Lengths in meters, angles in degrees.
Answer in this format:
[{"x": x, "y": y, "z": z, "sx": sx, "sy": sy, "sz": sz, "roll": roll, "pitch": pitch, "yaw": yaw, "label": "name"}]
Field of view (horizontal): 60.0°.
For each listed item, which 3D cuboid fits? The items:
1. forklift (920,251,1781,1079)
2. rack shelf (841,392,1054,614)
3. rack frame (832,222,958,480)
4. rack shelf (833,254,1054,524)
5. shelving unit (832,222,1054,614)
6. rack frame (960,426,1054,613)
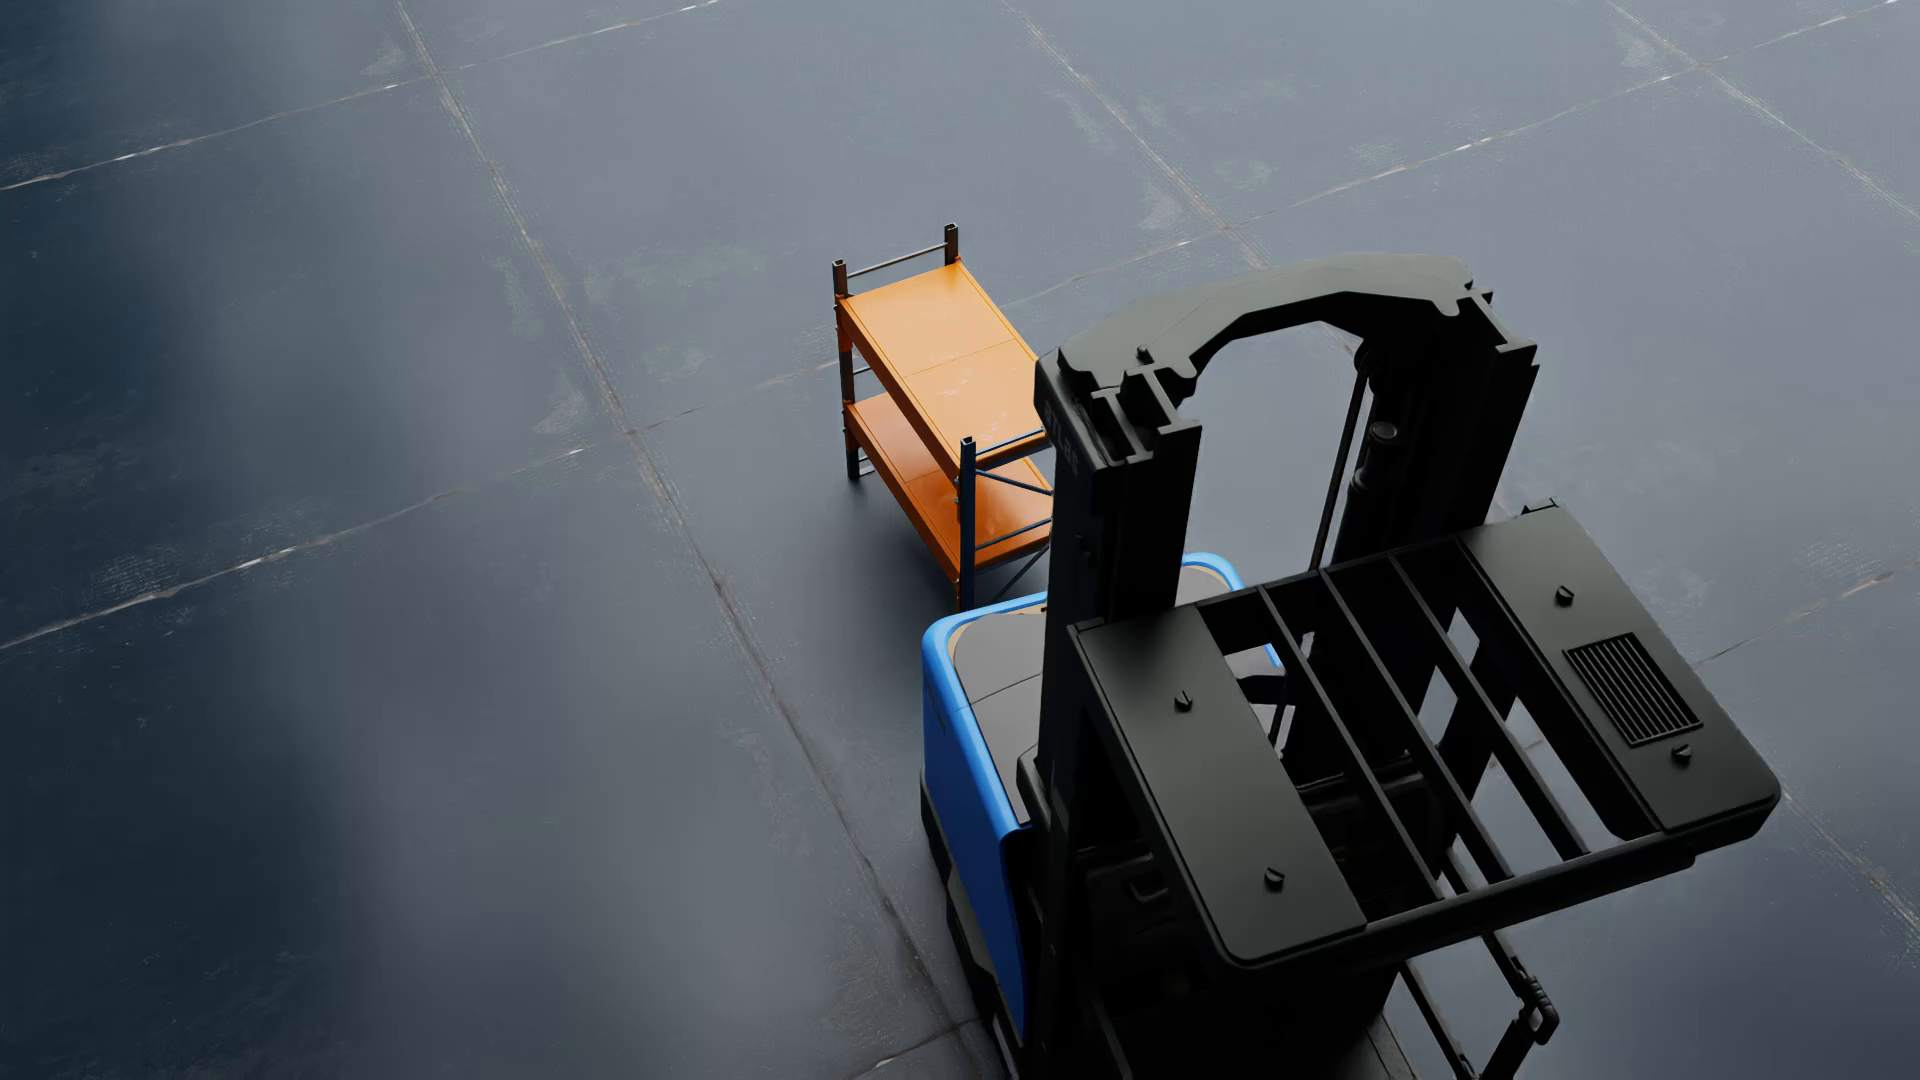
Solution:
[{"x": 0.812, "y": 0.932, "z": 3.881, "sx": 1.130, "sy": 2.935, "sz": 3.031, "roll": -14, "pitch": 50, "yaw": -12, "label": "forklift"}, {"x": -0.003, "y": -0.214, "z": 6.407, "sx": 0.538, "sy": 0.278, "sz": 1.000, "roll": -21, "pitch": 52, "yaw": -18, "label": "rack shelf"}, {"x": -0.236, "y": -0.715, "z": 6.521, "sx": 0.500, "sy": 1.125, "sz": 0.032, "roll": -21, "pitch": 52, "yaw": -18, "label": "rack frame"}, {"x": -0.003, "y": -0.568, "z": 6.003, "sx": 0.538, "sy": 0.278, "sz": 1.000, "roll": -21, "pitch": 52, "yaw": -18, "label": "rack shelf"}, {"x": -0.003, "y": -0.375, "z": 6.223, "sx": 0.538, "sy": 1.125, "sz": 1.048, "roll": -21, "pitch": 52, "yaw": -18, "label": "shelving unit"}, {"x": 0.230, "y": -0.035, "z": 5.926, "sx": 0.500, "sy": 1.125, "sz": 0.032, "roll": -21, "pitch": 52, "yaw": -18, "label": "rack frame"}]
